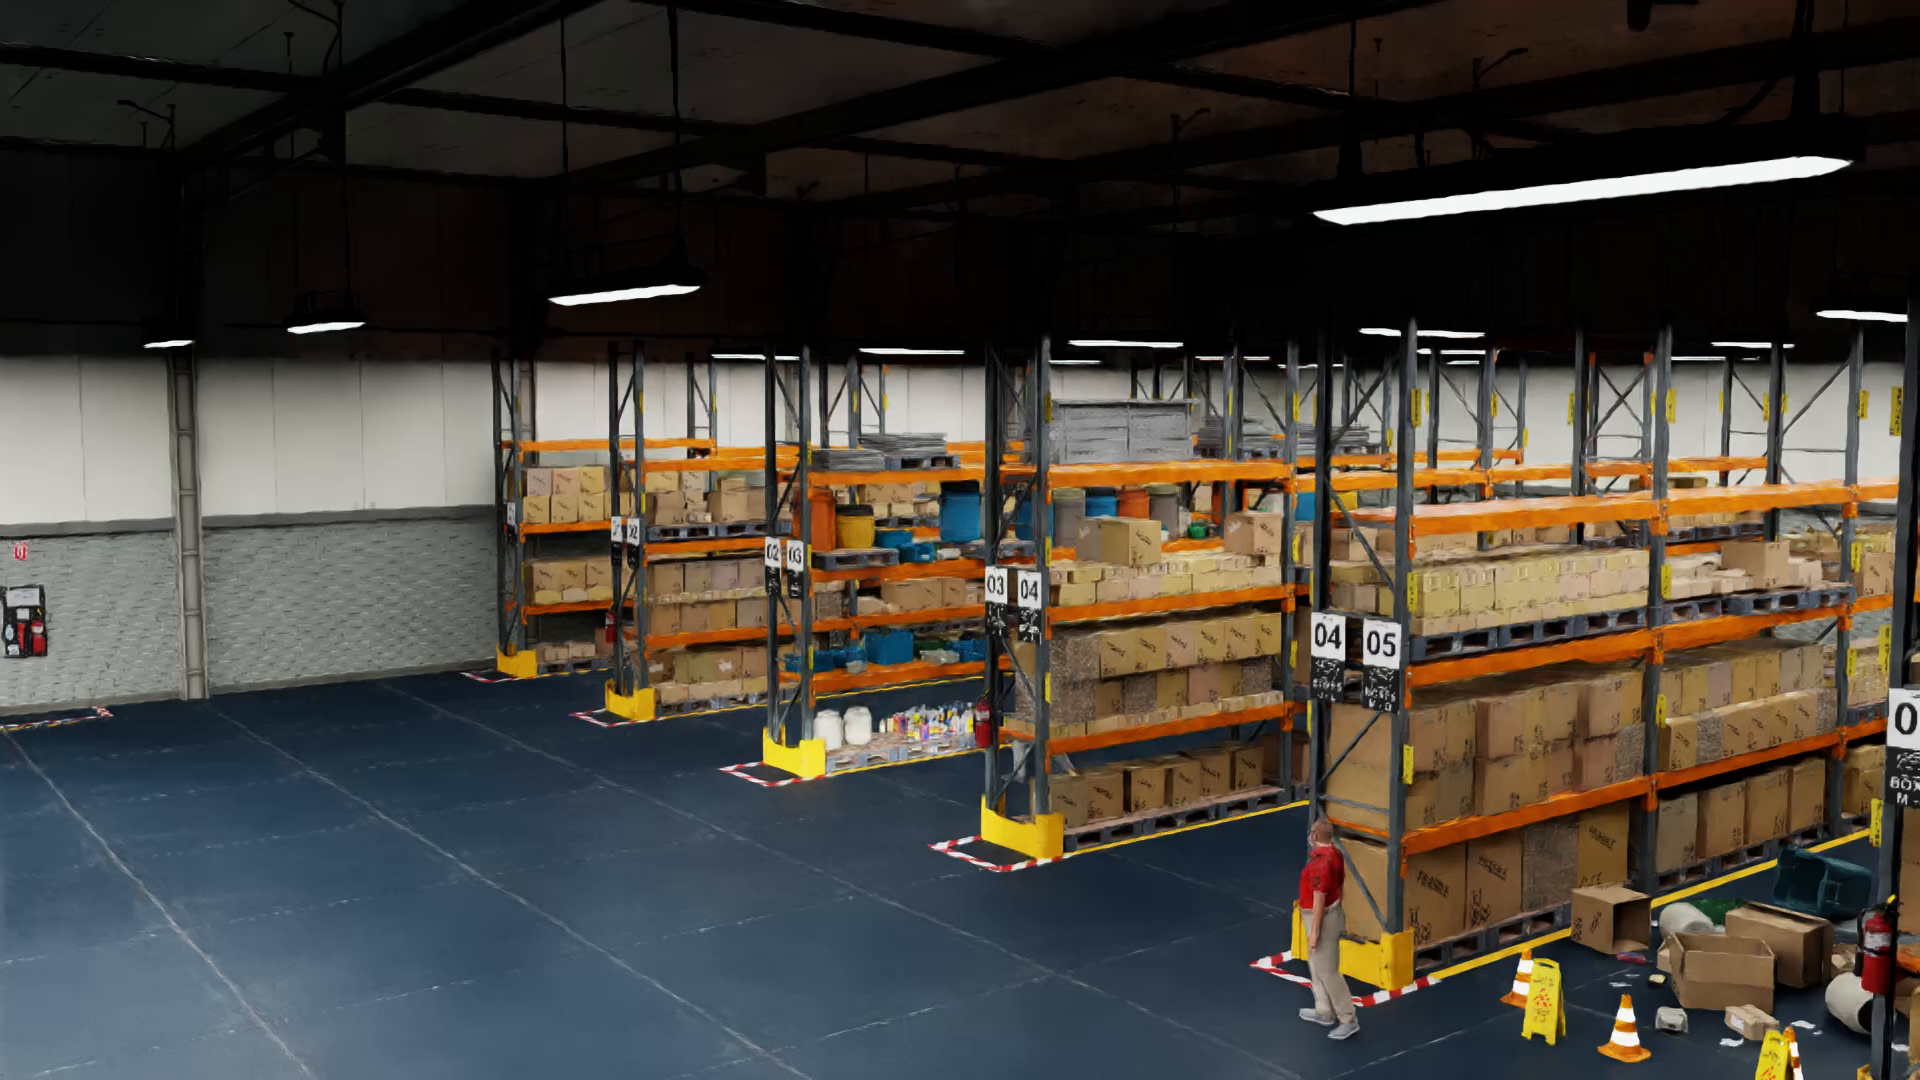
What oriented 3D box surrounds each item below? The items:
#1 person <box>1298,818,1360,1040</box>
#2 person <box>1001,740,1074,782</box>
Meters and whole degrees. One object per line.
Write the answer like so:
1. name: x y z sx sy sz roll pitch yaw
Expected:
1. person: 3.008 3.129 13.527 0.552 1.716 0.652 3 6 27
2. person: 1.058 2.383 22.020 0.977 1.697 0.585 -1 5 -16
